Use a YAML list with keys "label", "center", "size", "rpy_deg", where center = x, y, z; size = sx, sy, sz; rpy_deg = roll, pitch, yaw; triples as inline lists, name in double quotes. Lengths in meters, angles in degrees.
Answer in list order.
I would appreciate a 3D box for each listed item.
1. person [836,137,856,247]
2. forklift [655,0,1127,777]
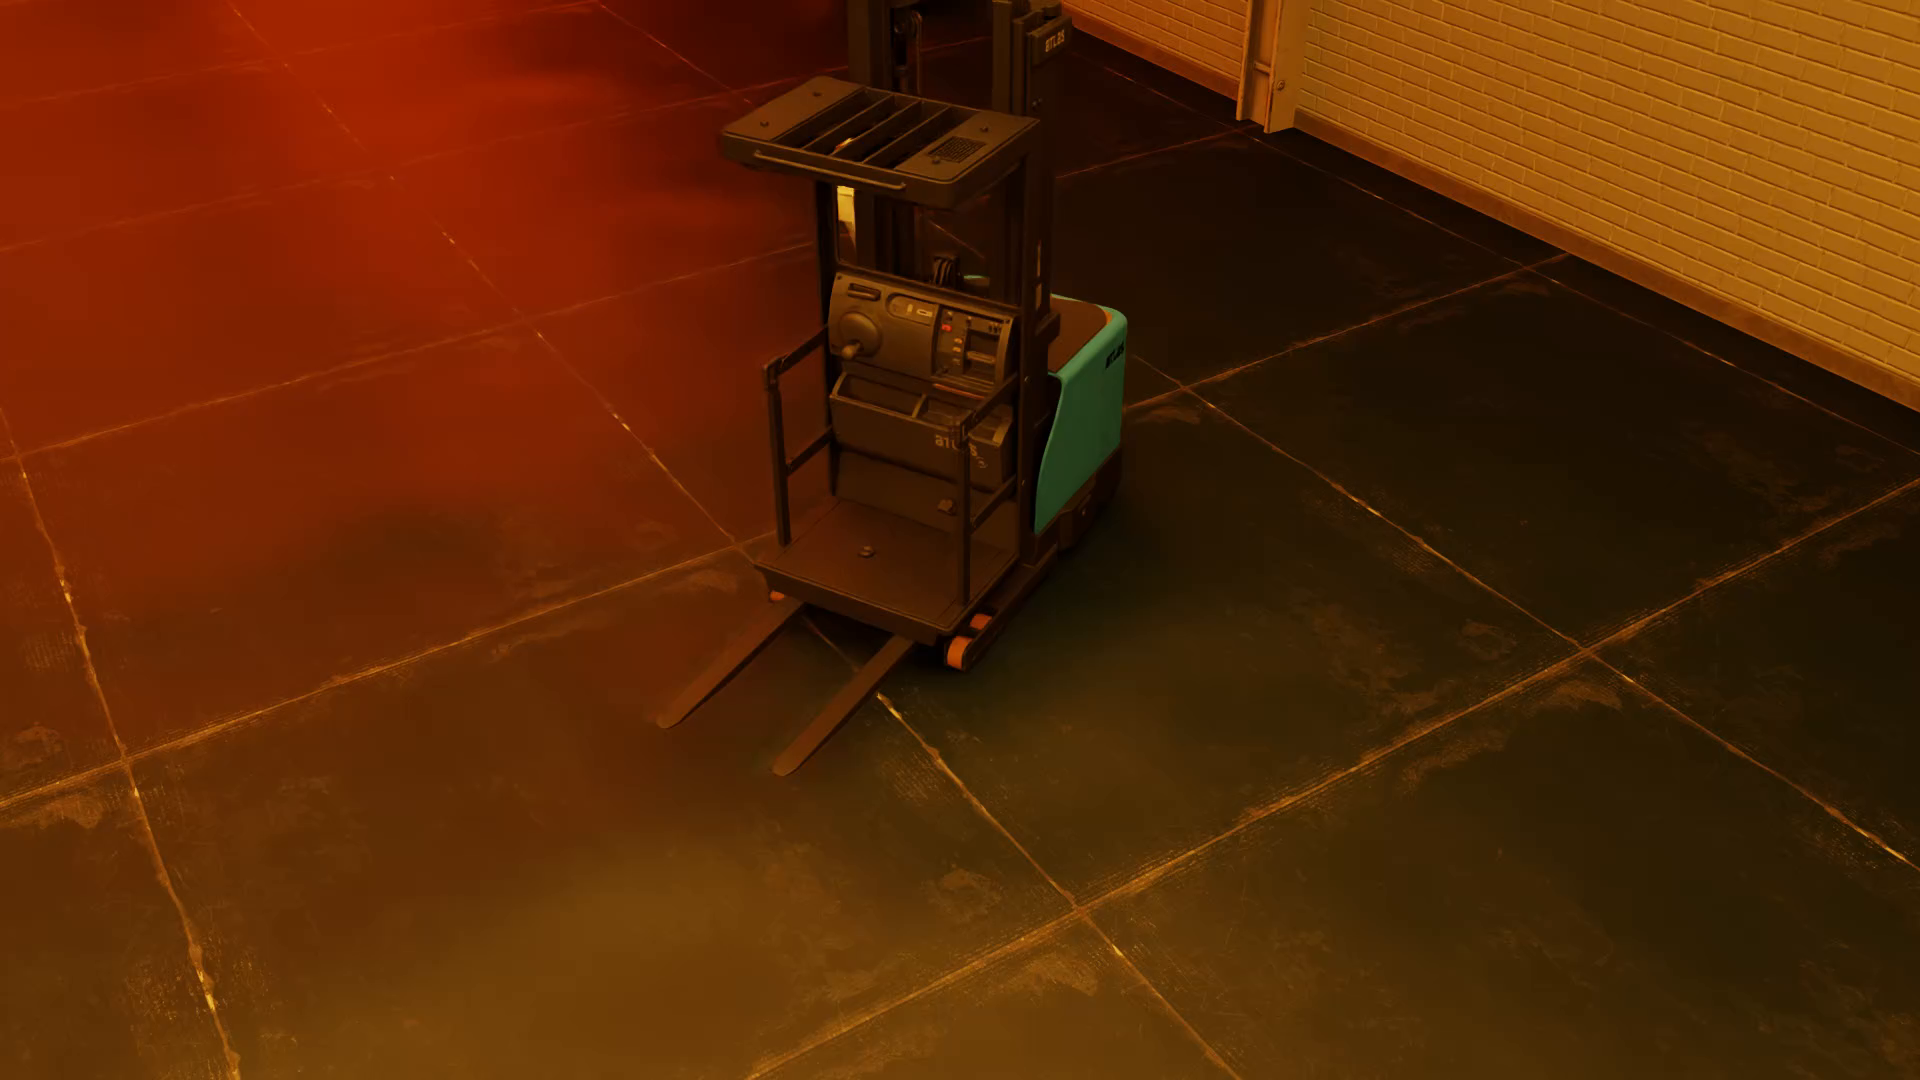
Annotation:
- label: "person"
  center: [-0.549, -2.019, 10.050]
  size: [0.439, 1.746, 0.592]
  rpy_deg: [-10, 36, -14]
- label: "forklift"
  center: [-0.288, -0.885, 7.407]
  size: [1.130, 2.935, 3.031]
  rpy_deg: [18, 39, 24]
